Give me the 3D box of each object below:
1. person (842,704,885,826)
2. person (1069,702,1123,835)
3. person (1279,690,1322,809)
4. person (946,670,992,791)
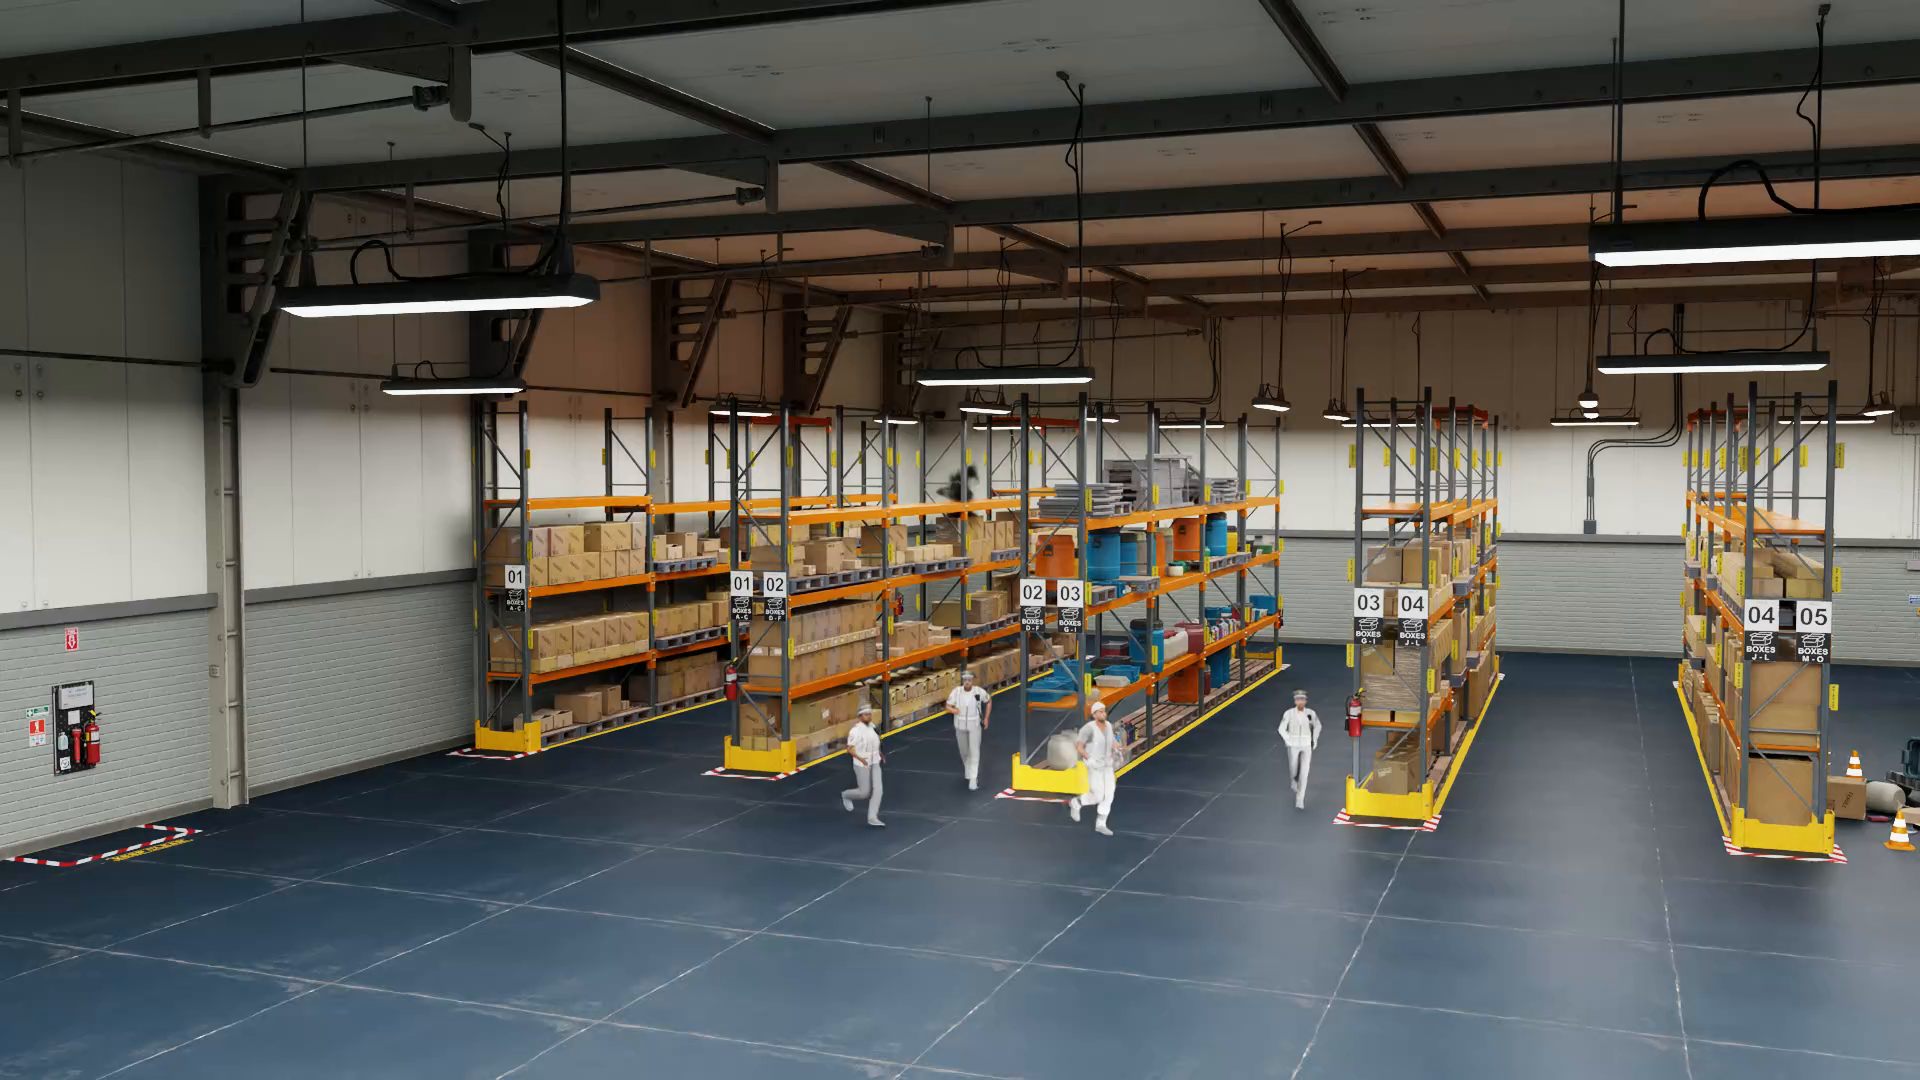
[{"bbox_3d":[-1.286,3.067,22.846,0.593,1.660,0.768,-3,4,-42],"label":"person"},{"bbox_3d":[1.835,3.045,22.377,0.658,1.765,0.700,-2,3,-37],"label":"person"},{"bbox_3d":[4.939,3.001,24.139,0.619,1.683,0.809,0,3,10],"label":"person"},{"bbox_3d":[0.126,2.884,25.548,0.690,1.811,0.941,0,3,8],"label":"person"}]
